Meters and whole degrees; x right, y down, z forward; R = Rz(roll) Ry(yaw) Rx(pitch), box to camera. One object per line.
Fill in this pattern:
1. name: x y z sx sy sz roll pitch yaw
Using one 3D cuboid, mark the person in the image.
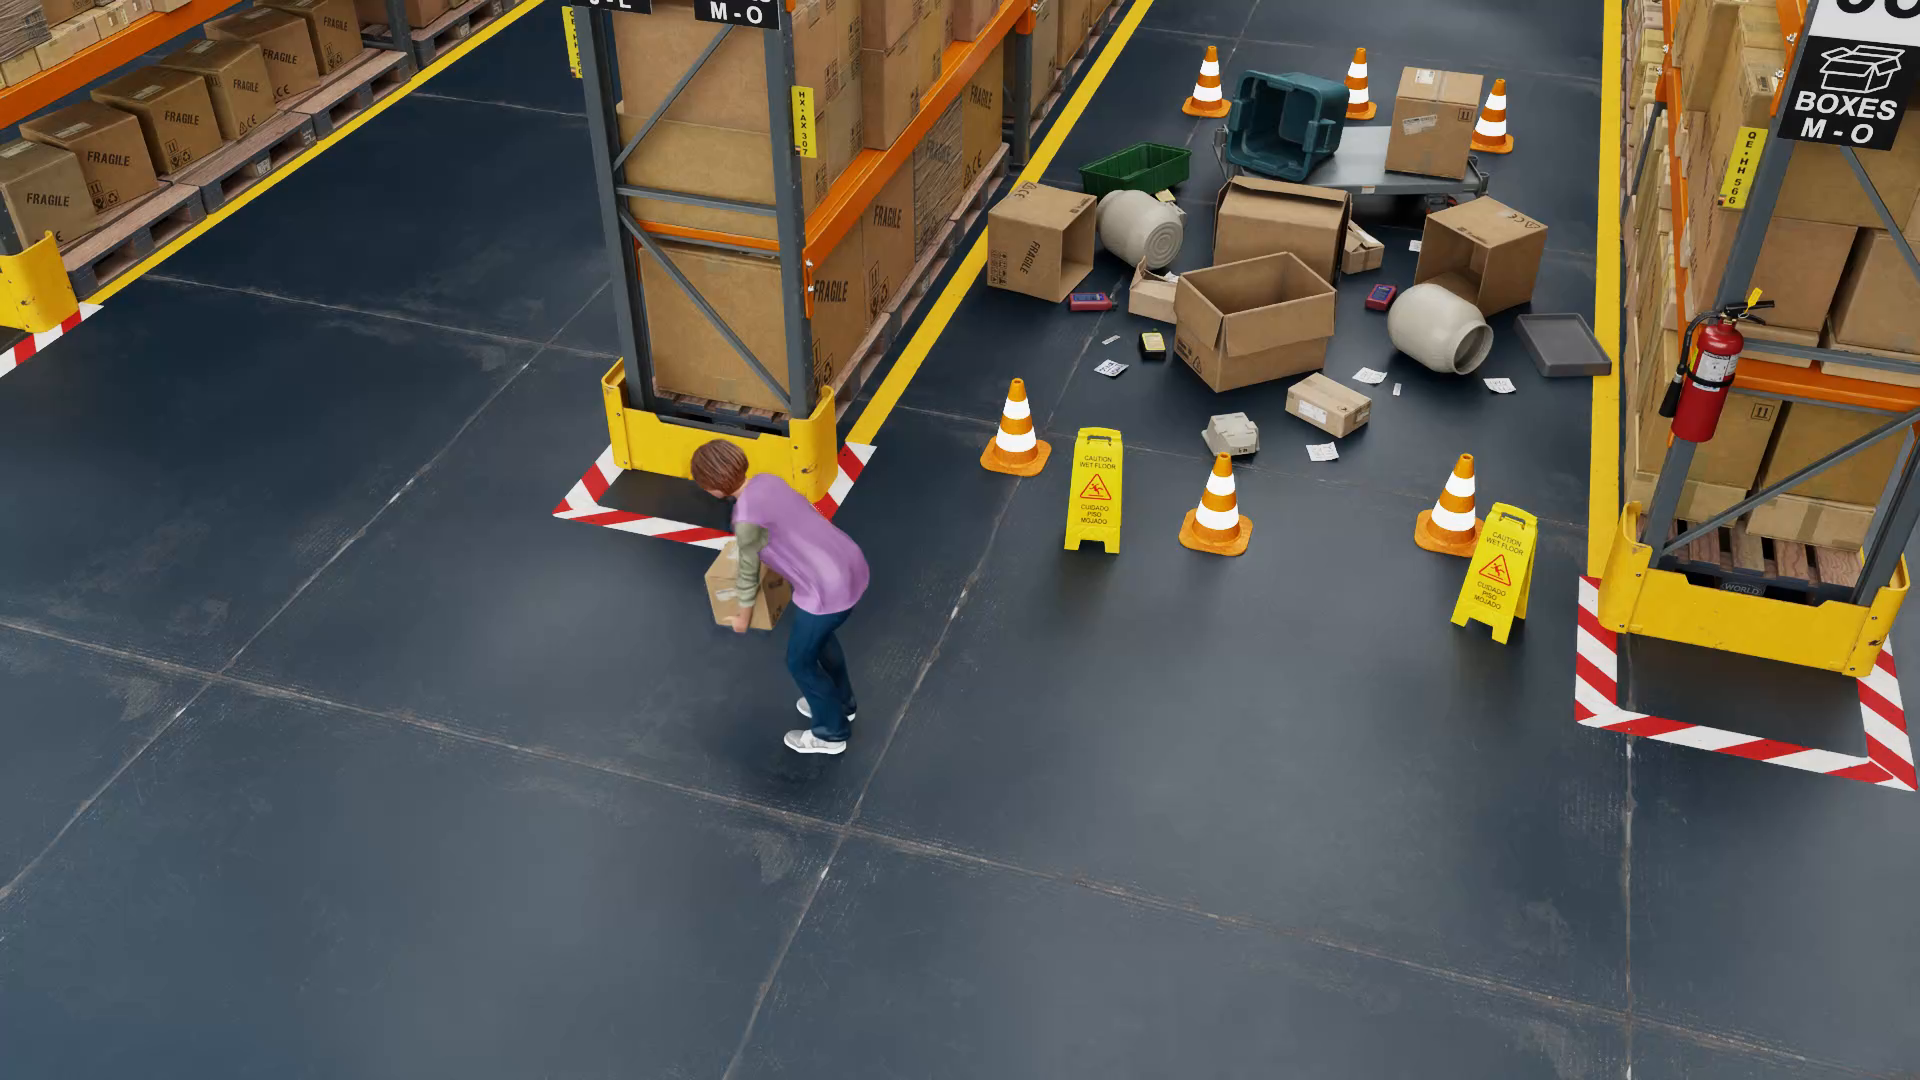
1. person: -0.620 0.274 6.743 0.510 1.211 0.371 10 39 13
